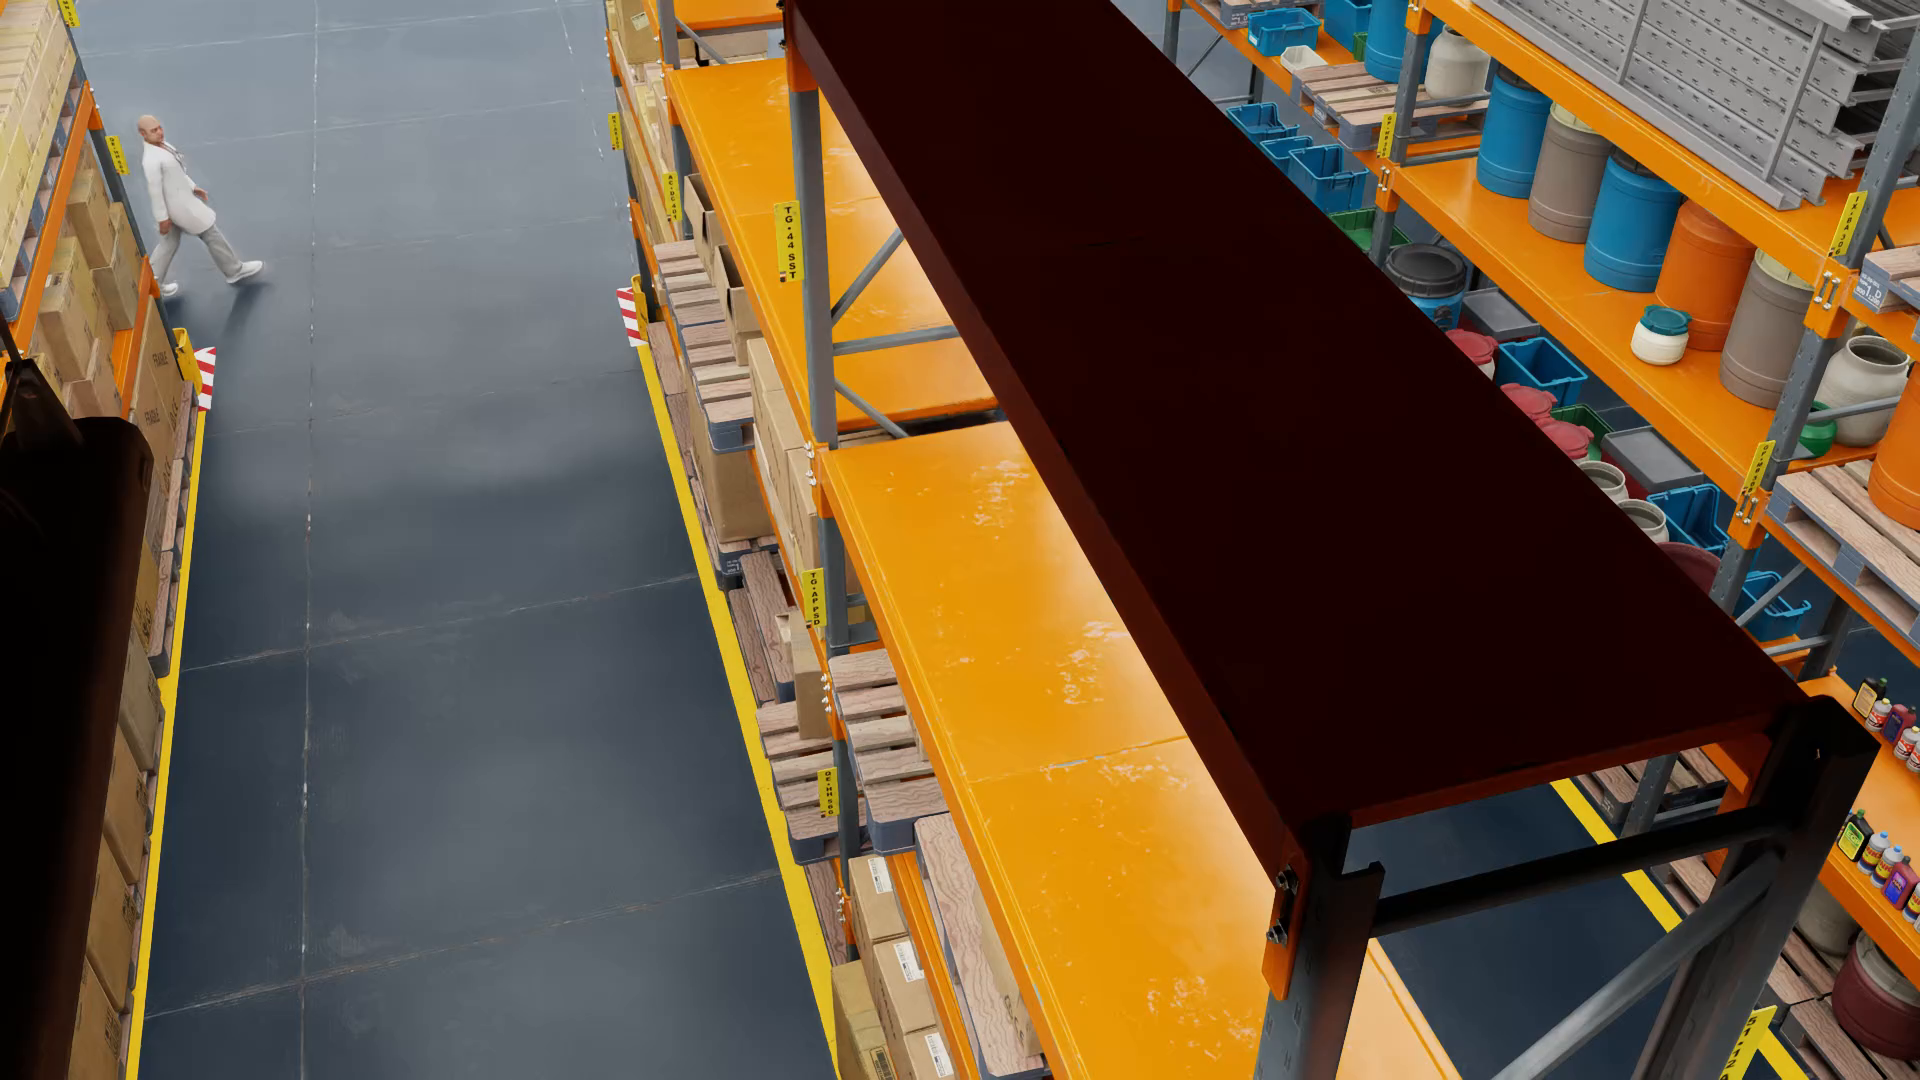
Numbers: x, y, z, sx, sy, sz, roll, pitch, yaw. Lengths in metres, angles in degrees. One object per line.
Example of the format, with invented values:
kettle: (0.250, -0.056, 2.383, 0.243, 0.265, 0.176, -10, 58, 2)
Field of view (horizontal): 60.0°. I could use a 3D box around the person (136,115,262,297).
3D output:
person: (-7.221, -3.046, 15.335, 0.519, 1.648, 1.115, 27, 46, 30)
